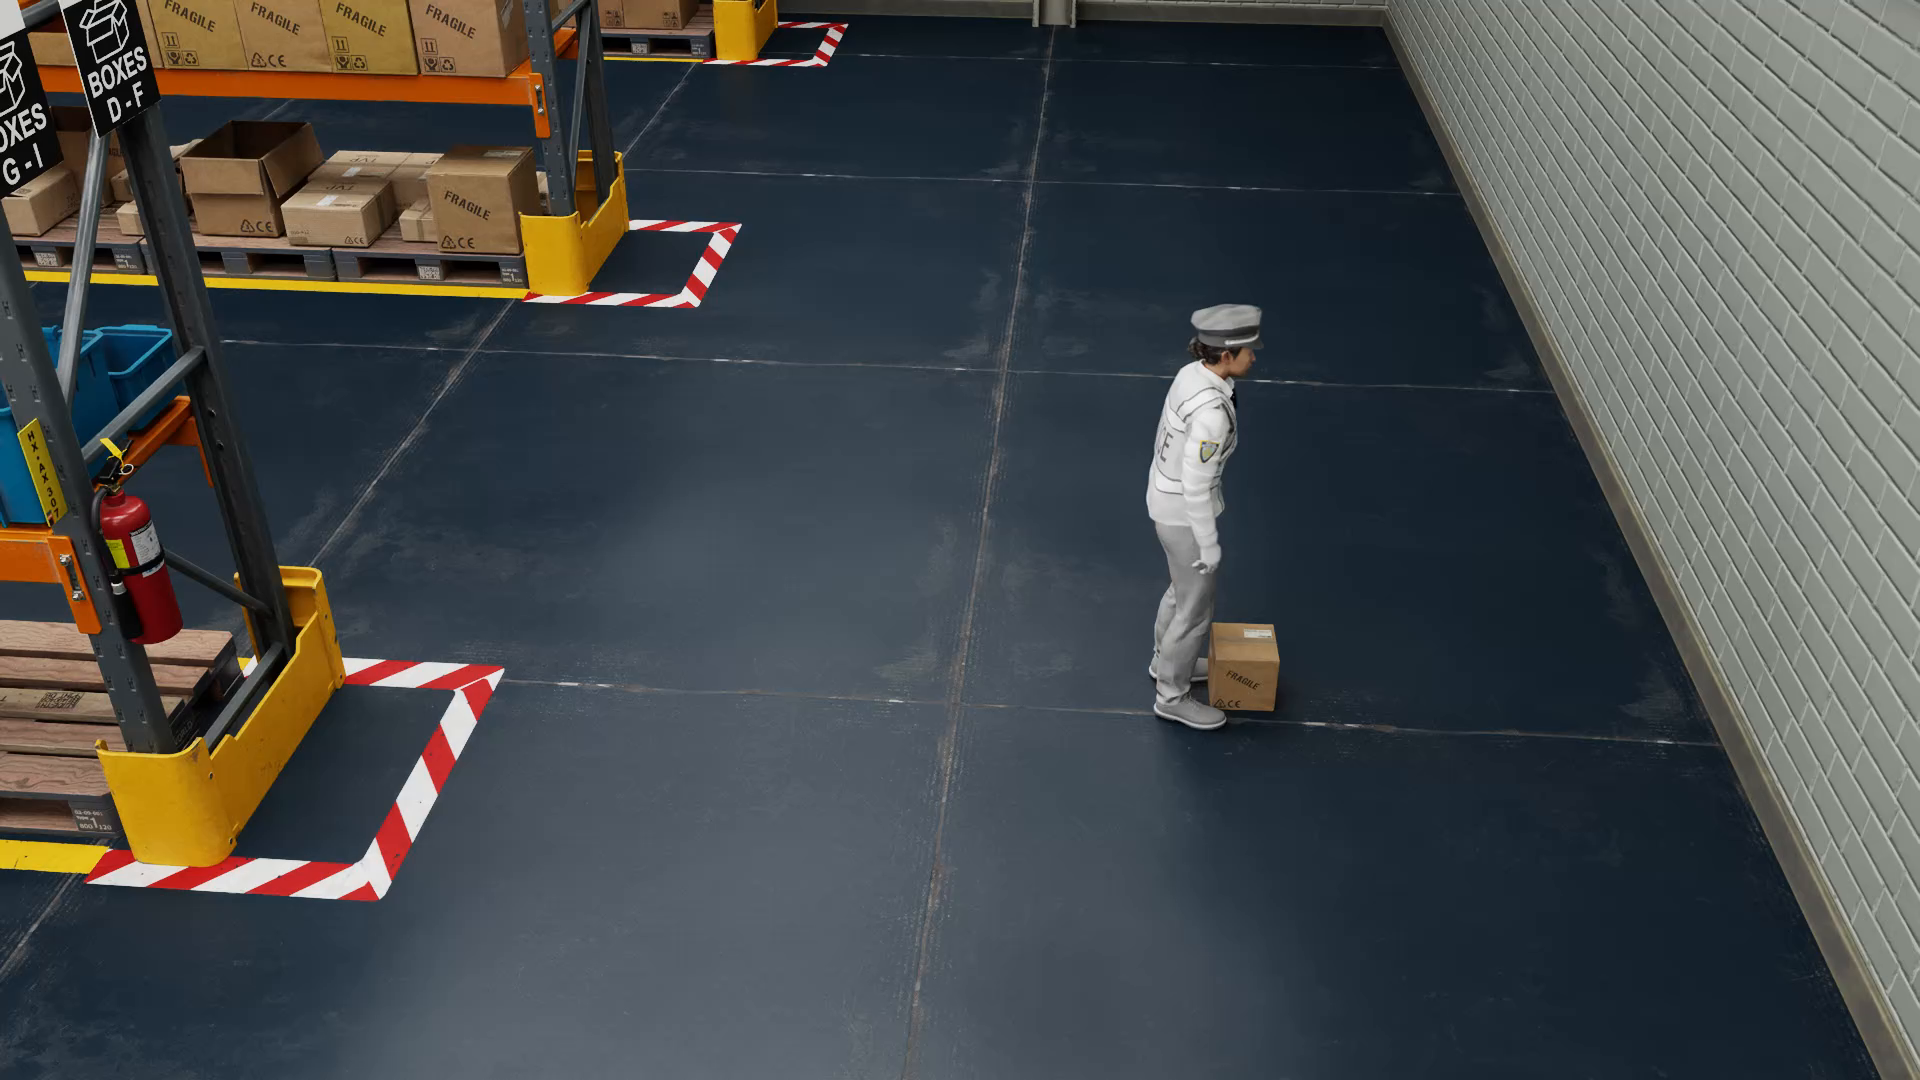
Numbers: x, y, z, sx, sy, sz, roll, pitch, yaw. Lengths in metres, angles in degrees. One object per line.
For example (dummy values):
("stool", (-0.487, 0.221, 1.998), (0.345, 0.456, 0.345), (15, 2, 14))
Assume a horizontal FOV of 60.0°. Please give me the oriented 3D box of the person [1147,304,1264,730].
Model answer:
("person", (0.895, -0.099, 6.291), (0.377, 1.663, 0.539), (2, 32, 3))
